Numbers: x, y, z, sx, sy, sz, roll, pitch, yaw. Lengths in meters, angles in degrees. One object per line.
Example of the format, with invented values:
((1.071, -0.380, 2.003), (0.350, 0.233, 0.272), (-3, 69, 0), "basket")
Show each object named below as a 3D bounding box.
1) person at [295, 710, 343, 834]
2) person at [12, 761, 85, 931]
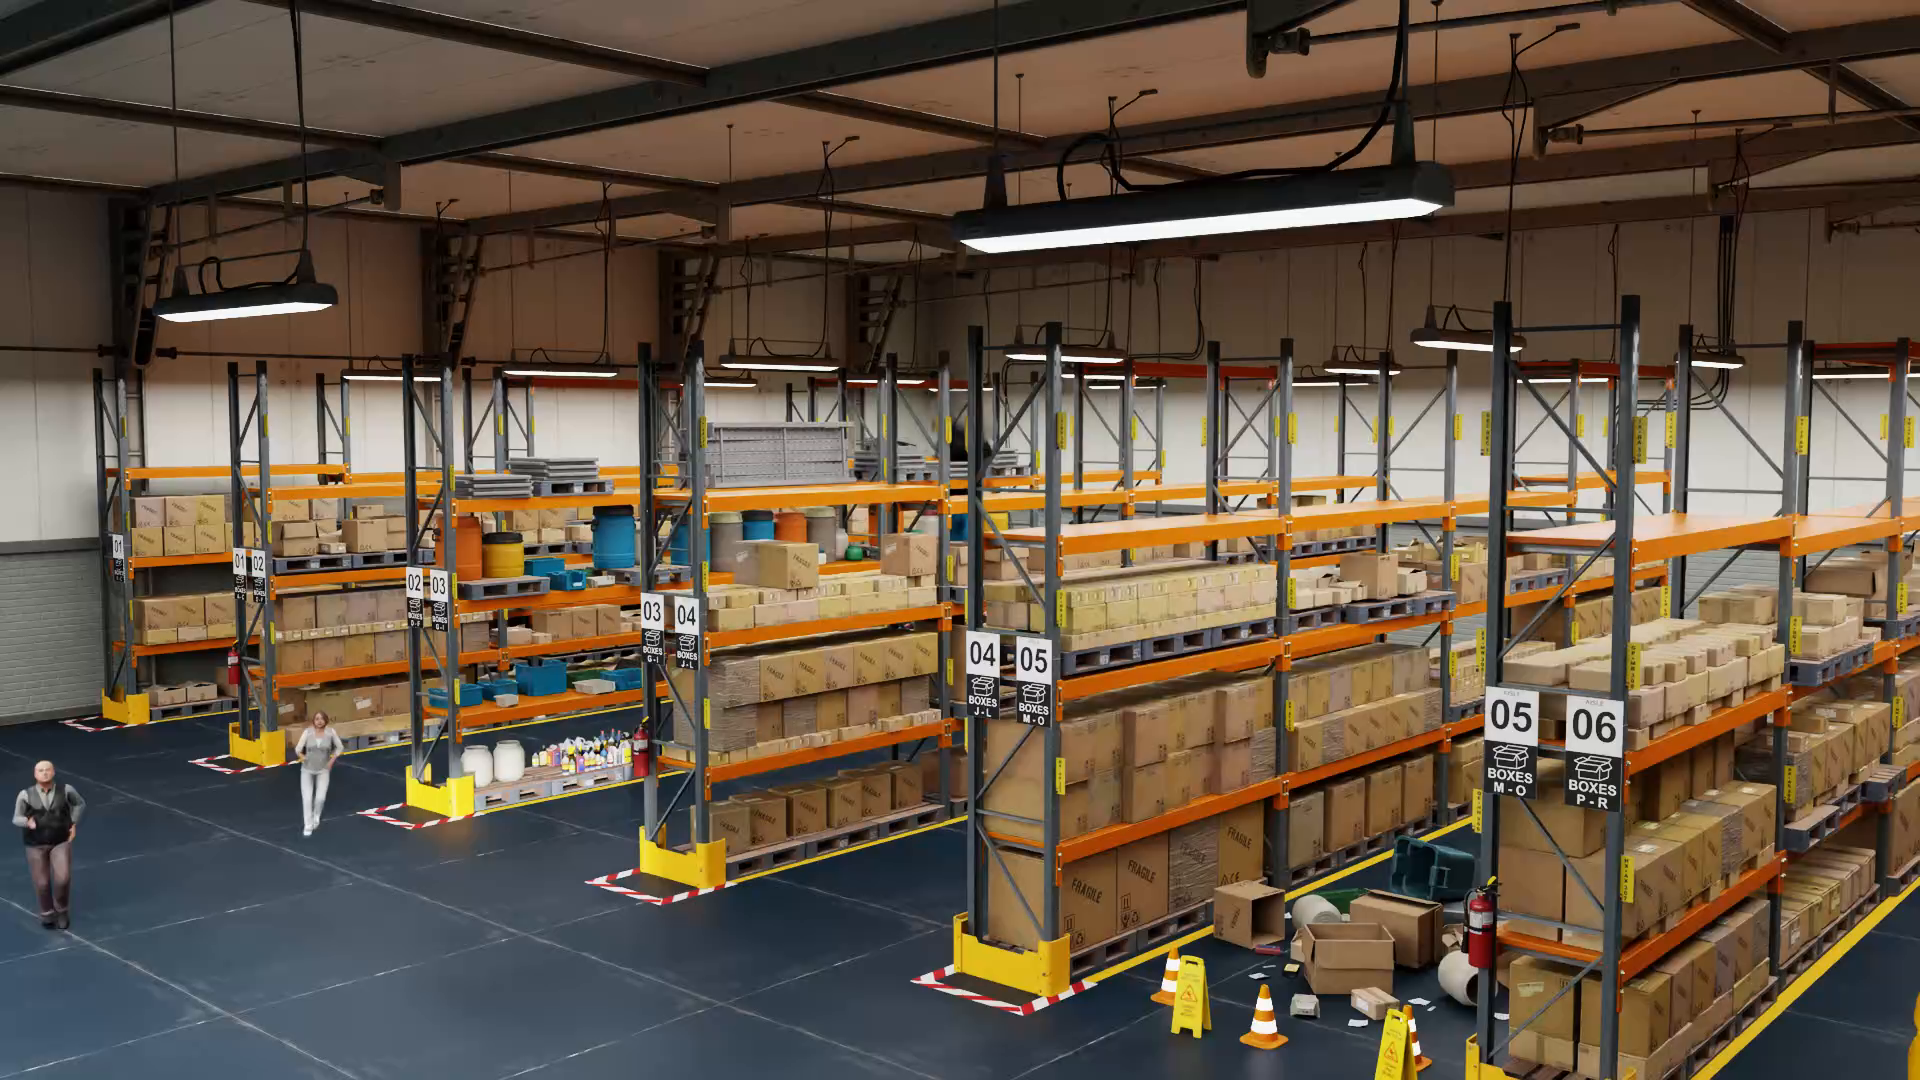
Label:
((-7.937, 2.880, 20.579), (0.550, 1.552, 0.551), (-1, 4, -15), "person")
((-9.149, 3.087, 16.713), (0.641, 1.728, 0.658), (-2, 5, -26), "person")
